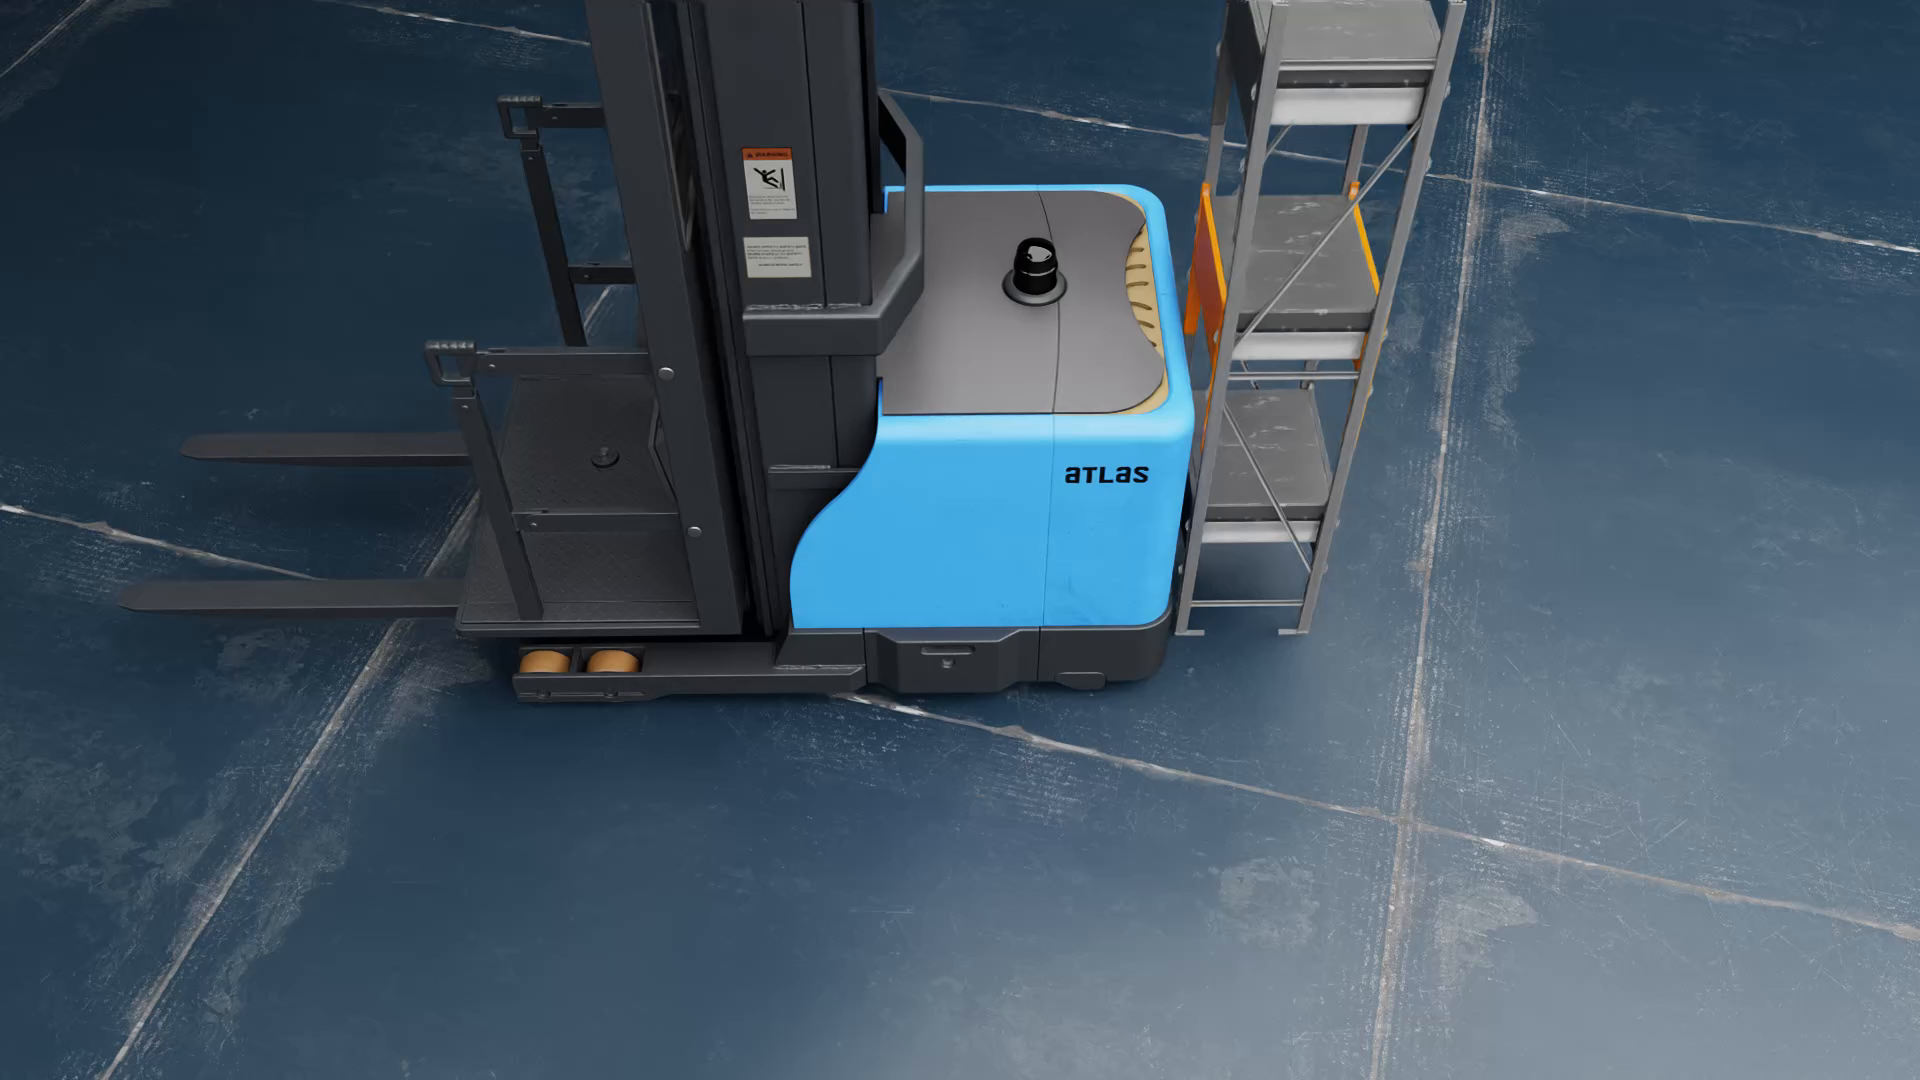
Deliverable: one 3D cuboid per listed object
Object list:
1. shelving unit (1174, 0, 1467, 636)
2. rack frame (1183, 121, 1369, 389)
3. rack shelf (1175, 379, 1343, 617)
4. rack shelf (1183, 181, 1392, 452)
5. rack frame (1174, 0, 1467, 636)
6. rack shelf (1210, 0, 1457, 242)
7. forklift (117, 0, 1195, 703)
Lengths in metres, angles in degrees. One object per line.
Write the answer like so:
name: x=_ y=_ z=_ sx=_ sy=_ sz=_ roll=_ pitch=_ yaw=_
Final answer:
shelving unit: x=0.841 y=-0.596 z=4.375 sx=0.431 sy=2.100 sz=0.503 roll=0 pitch=49 yaw=0
rack frame: x=0.839 y=-0.779 z=4.537 sx=0.400 sy=2.100 sz=0.015 roll=0 pitch=49 yaw=0
rack shelf: x=0.841 y=-0.124 z=4.910 sx=0.431 sy=0.518 sz=0.480 roll=0 pitch=49 yaw=0
rack shelf: x=0.841 y=-0.587 z=4.386 sx=0.431 sy=0.518 sz=0.480 roll=0 pitch=49 yaw=0
rack frame: x=0.844 y=-0.413 z=4.214 sx=0.400 sy=2.100 sz=0.015 roll=0 pitch=49 yaw=0
rack shelf: x=0.841 y=-1.050 z=3.861 sx=0.431 sy=0.518 sz=0.480 roll=0 pitch=49 yaw=0
forklift: x=-0.920 y=-0.898 z=4.088 sx=3.031 sy=2.935 sz=1.130 roll=0 pitch=49 yaw=0
